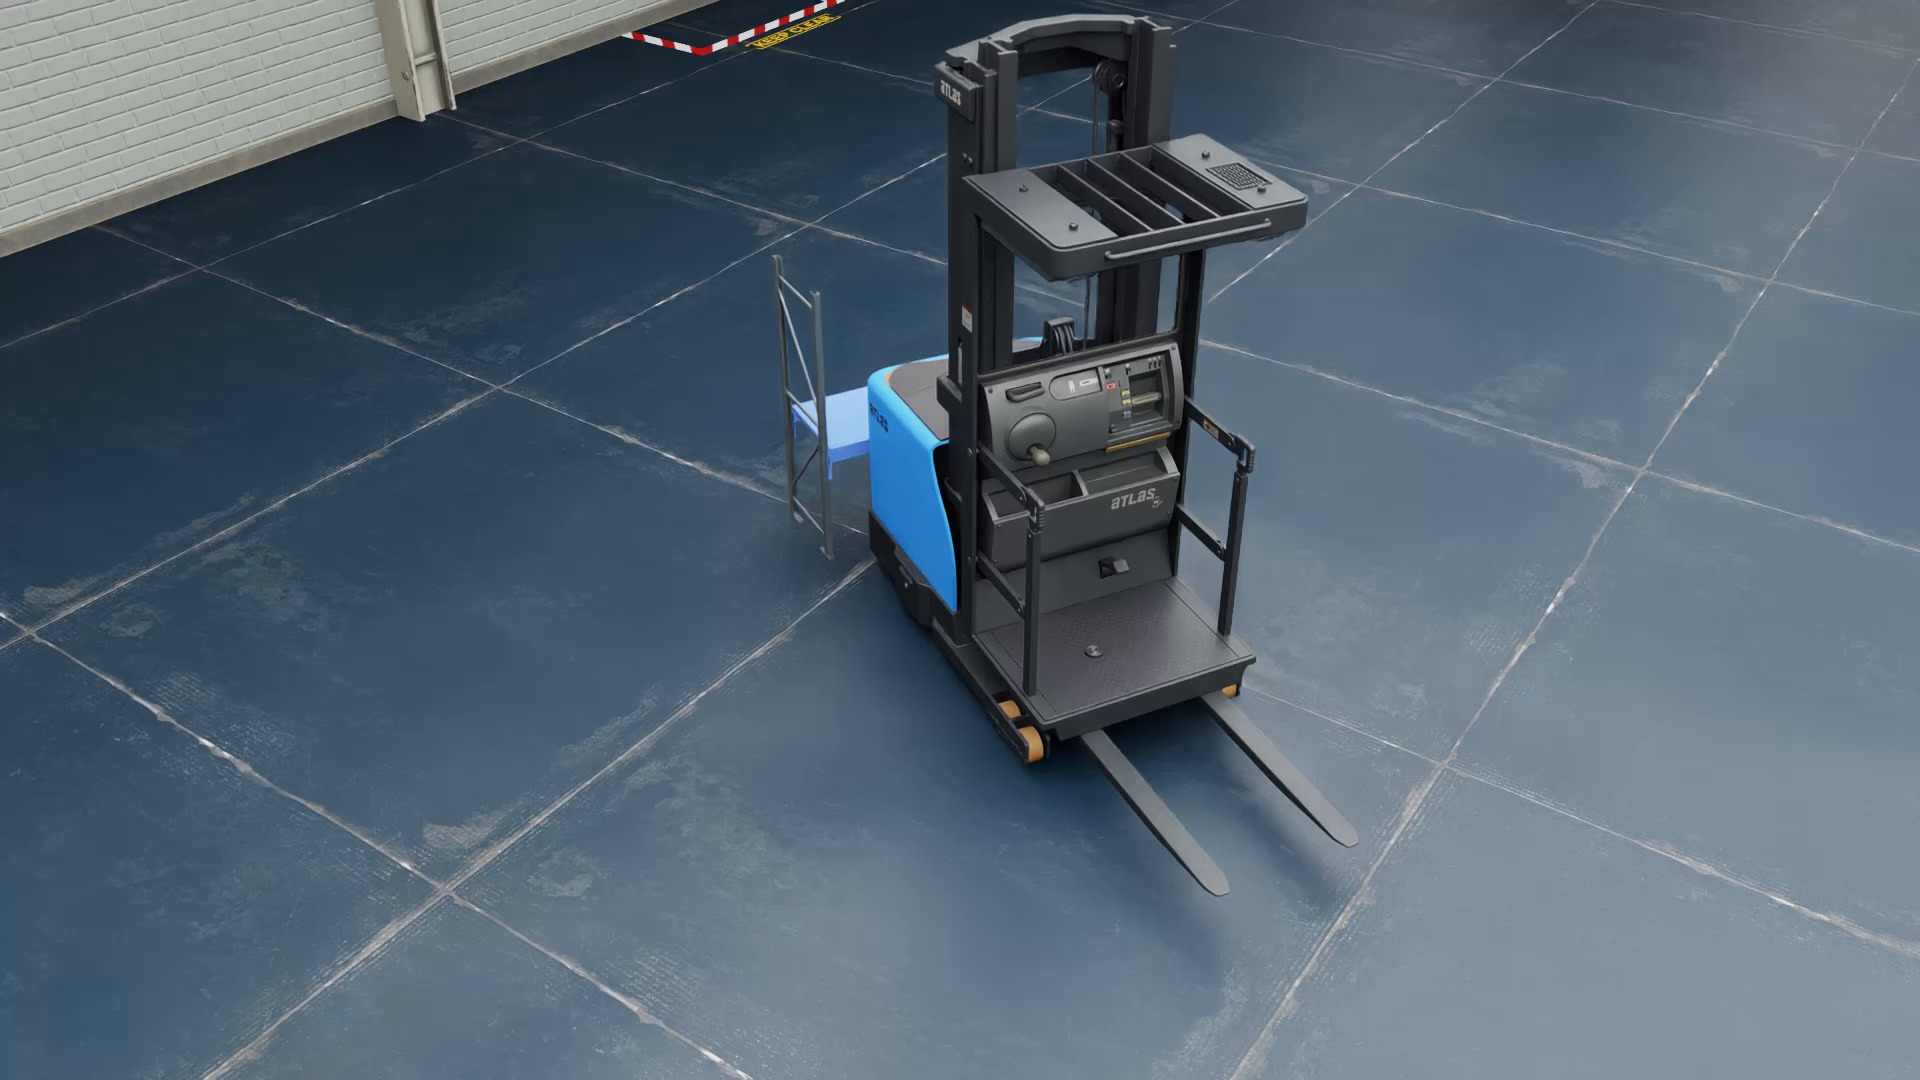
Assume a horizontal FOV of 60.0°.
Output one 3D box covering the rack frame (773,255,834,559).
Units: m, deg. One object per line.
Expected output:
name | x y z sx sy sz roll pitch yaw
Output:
rack frame | -0.785 -0.648 8.370 0.032 1.500 0.500 -17 37 -23

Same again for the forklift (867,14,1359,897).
forklift | 0.628 -0.515 6.895 1.130 2.935 3.031 -15 37 -21

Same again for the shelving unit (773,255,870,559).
shelving unit | -0.337 -0.782 8.568 1.048 1.500 0.538 -17 37 -23

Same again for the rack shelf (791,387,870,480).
rack shelf | -0.337 -0.633 8.669 1.000 0.185 0.538 -17 37 -23

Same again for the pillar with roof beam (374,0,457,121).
pillar with roof beam | -0.998 -5.999 9.588 9.100 9.000 0.400 21 39 28
